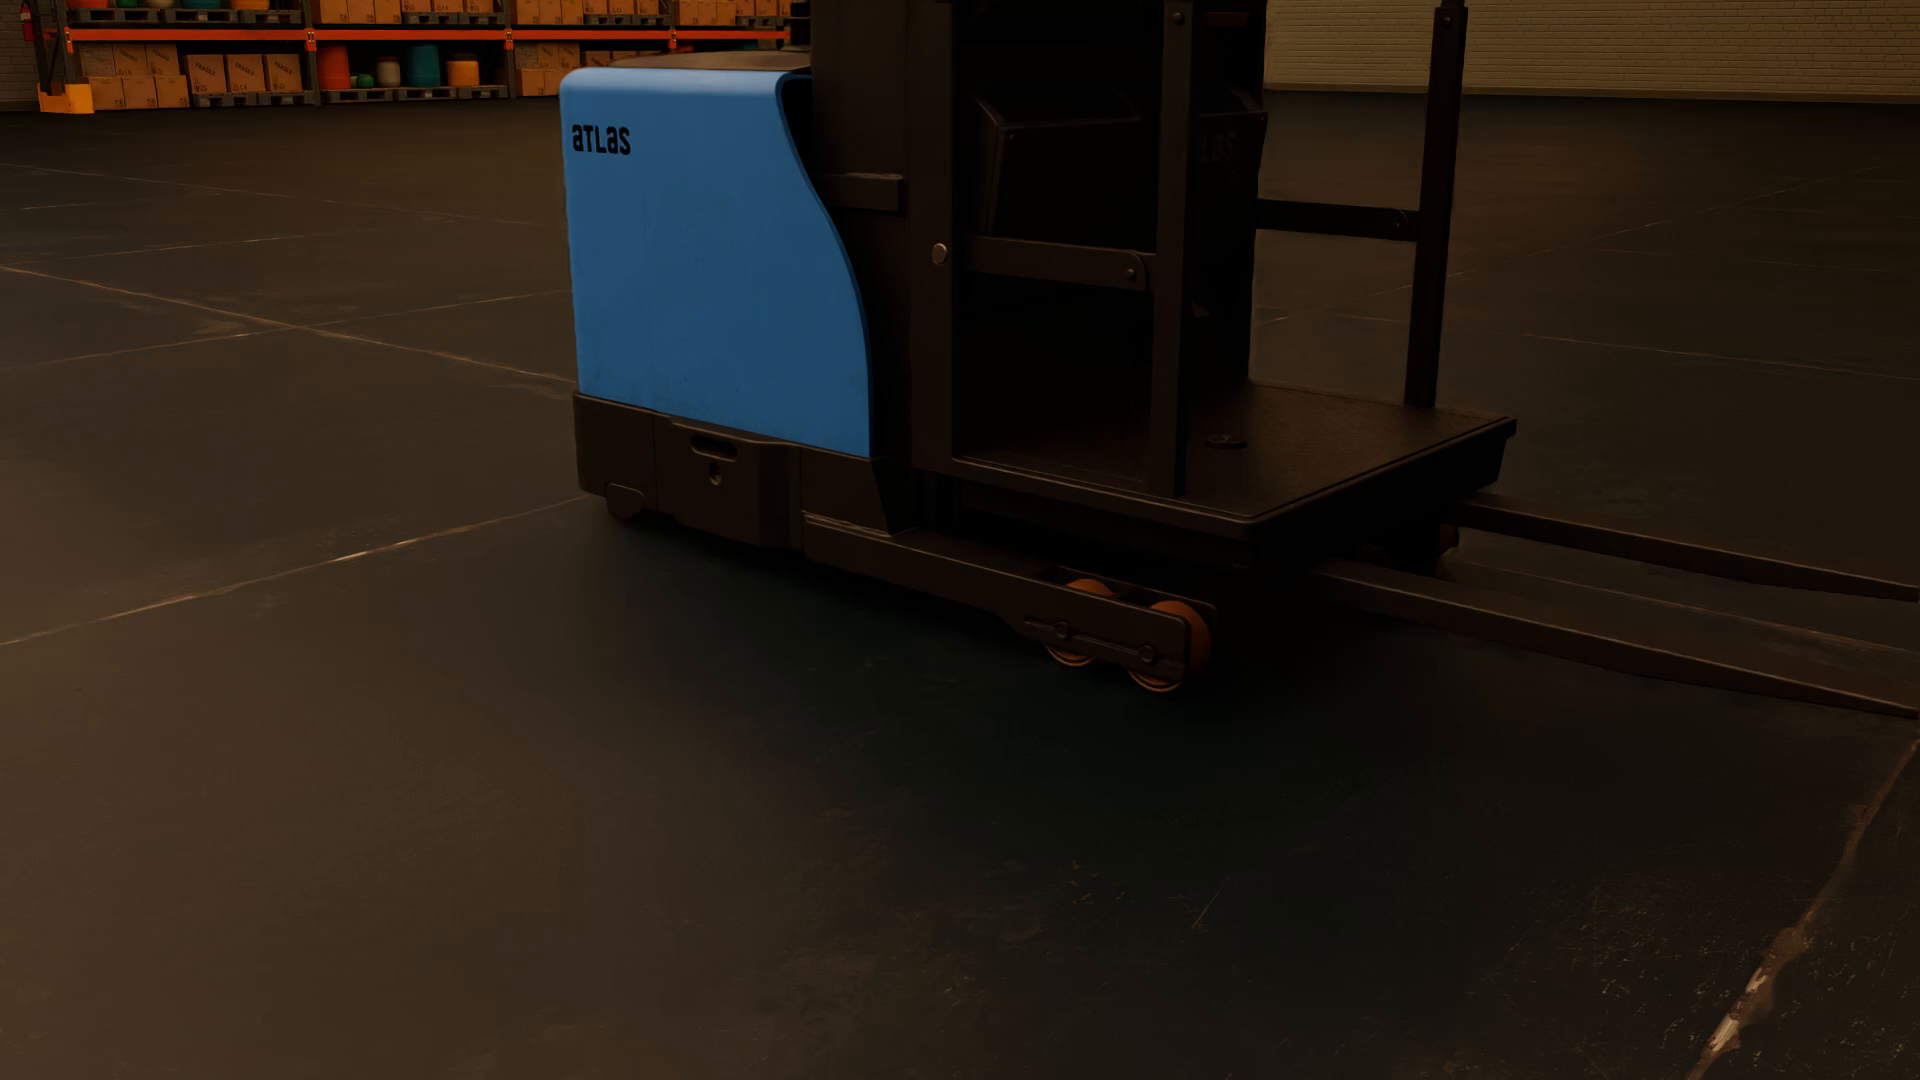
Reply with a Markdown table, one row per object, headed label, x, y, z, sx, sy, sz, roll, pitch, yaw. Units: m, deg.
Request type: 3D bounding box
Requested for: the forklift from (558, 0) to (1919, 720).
| label | x | y | z | sx | sy | sz | roll | pitch | yaw |
| --- | --- | --- | --- | --- | --- | --- | --- | --- | --- |
| forklift | 0.492 | -1.297 | 3.169 | 3.031 | 2.935 | 1.130 | 14 | 22 | 39 |
